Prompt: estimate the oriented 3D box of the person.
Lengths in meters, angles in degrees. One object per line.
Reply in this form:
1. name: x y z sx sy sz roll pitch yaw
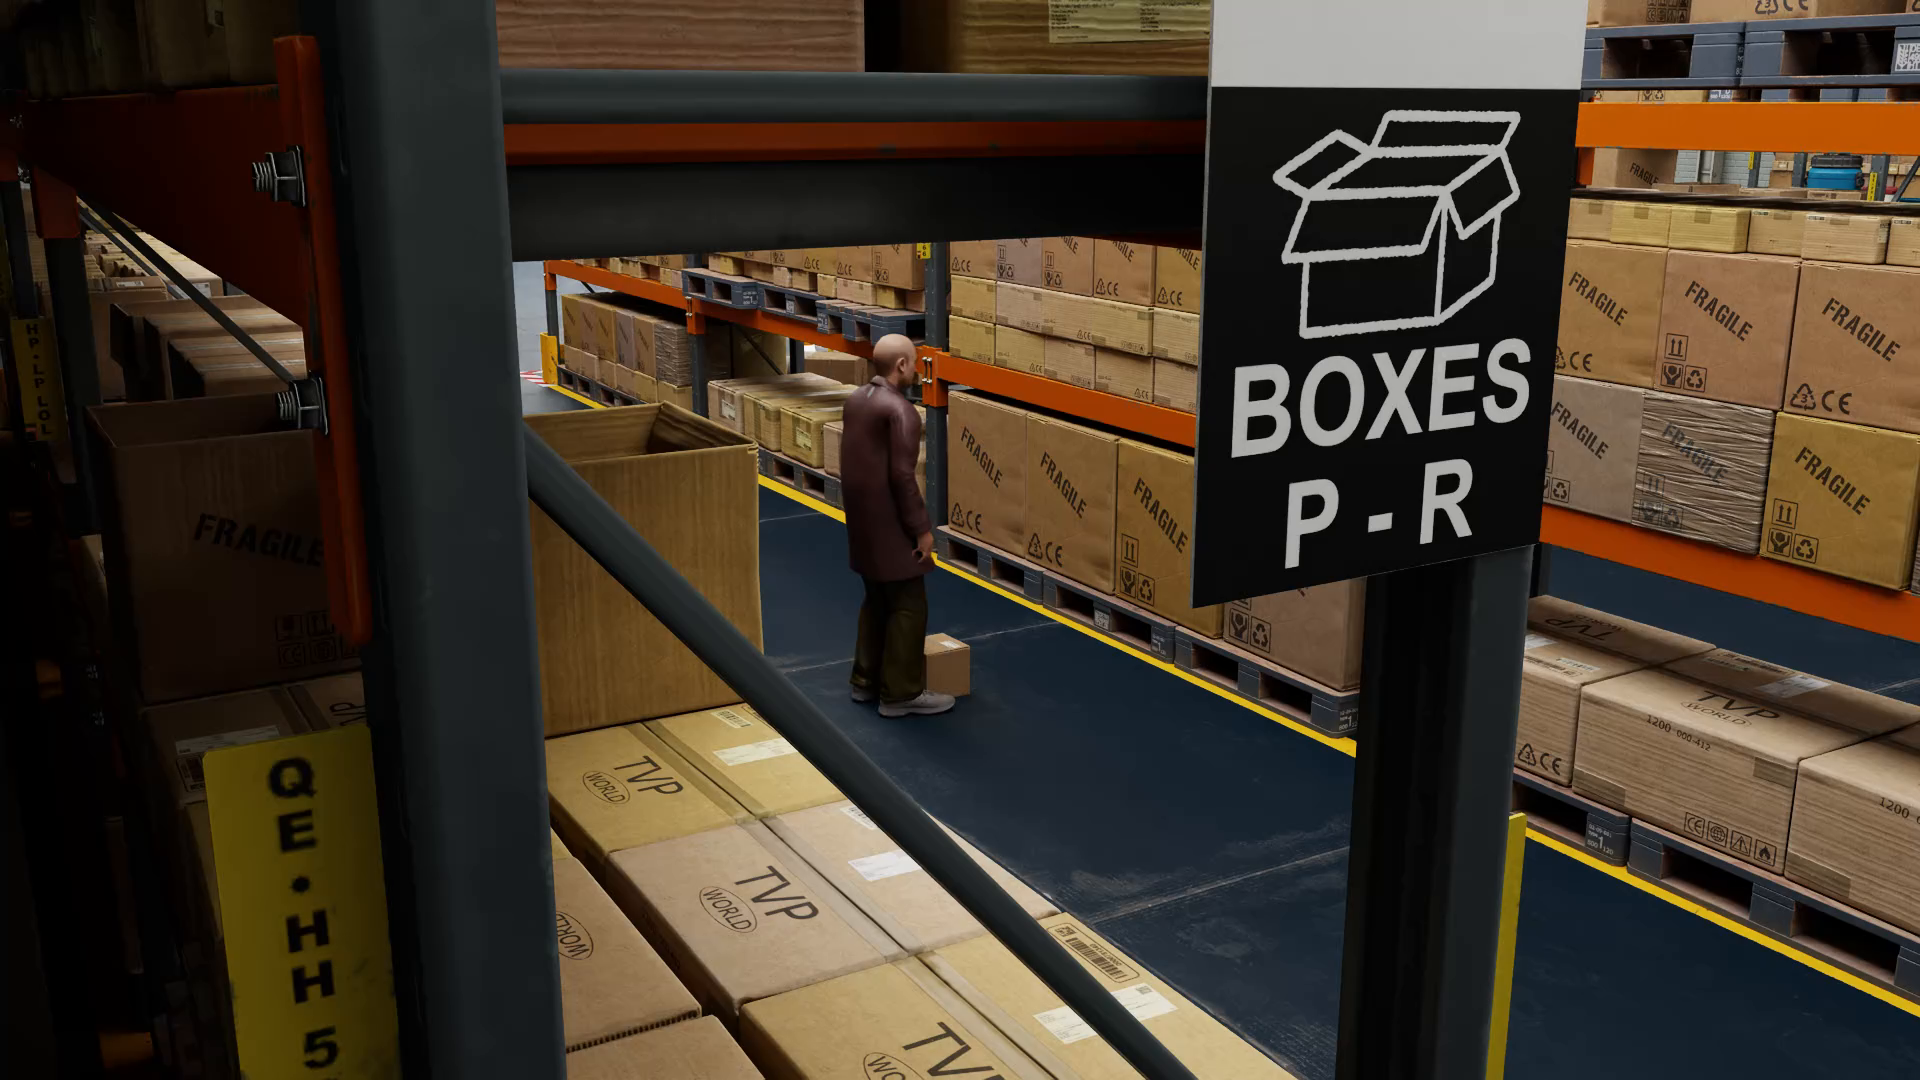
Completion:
1. person: -0.330 -0.078 7.824 0.426 1.774 0.644 -8 17 -30
